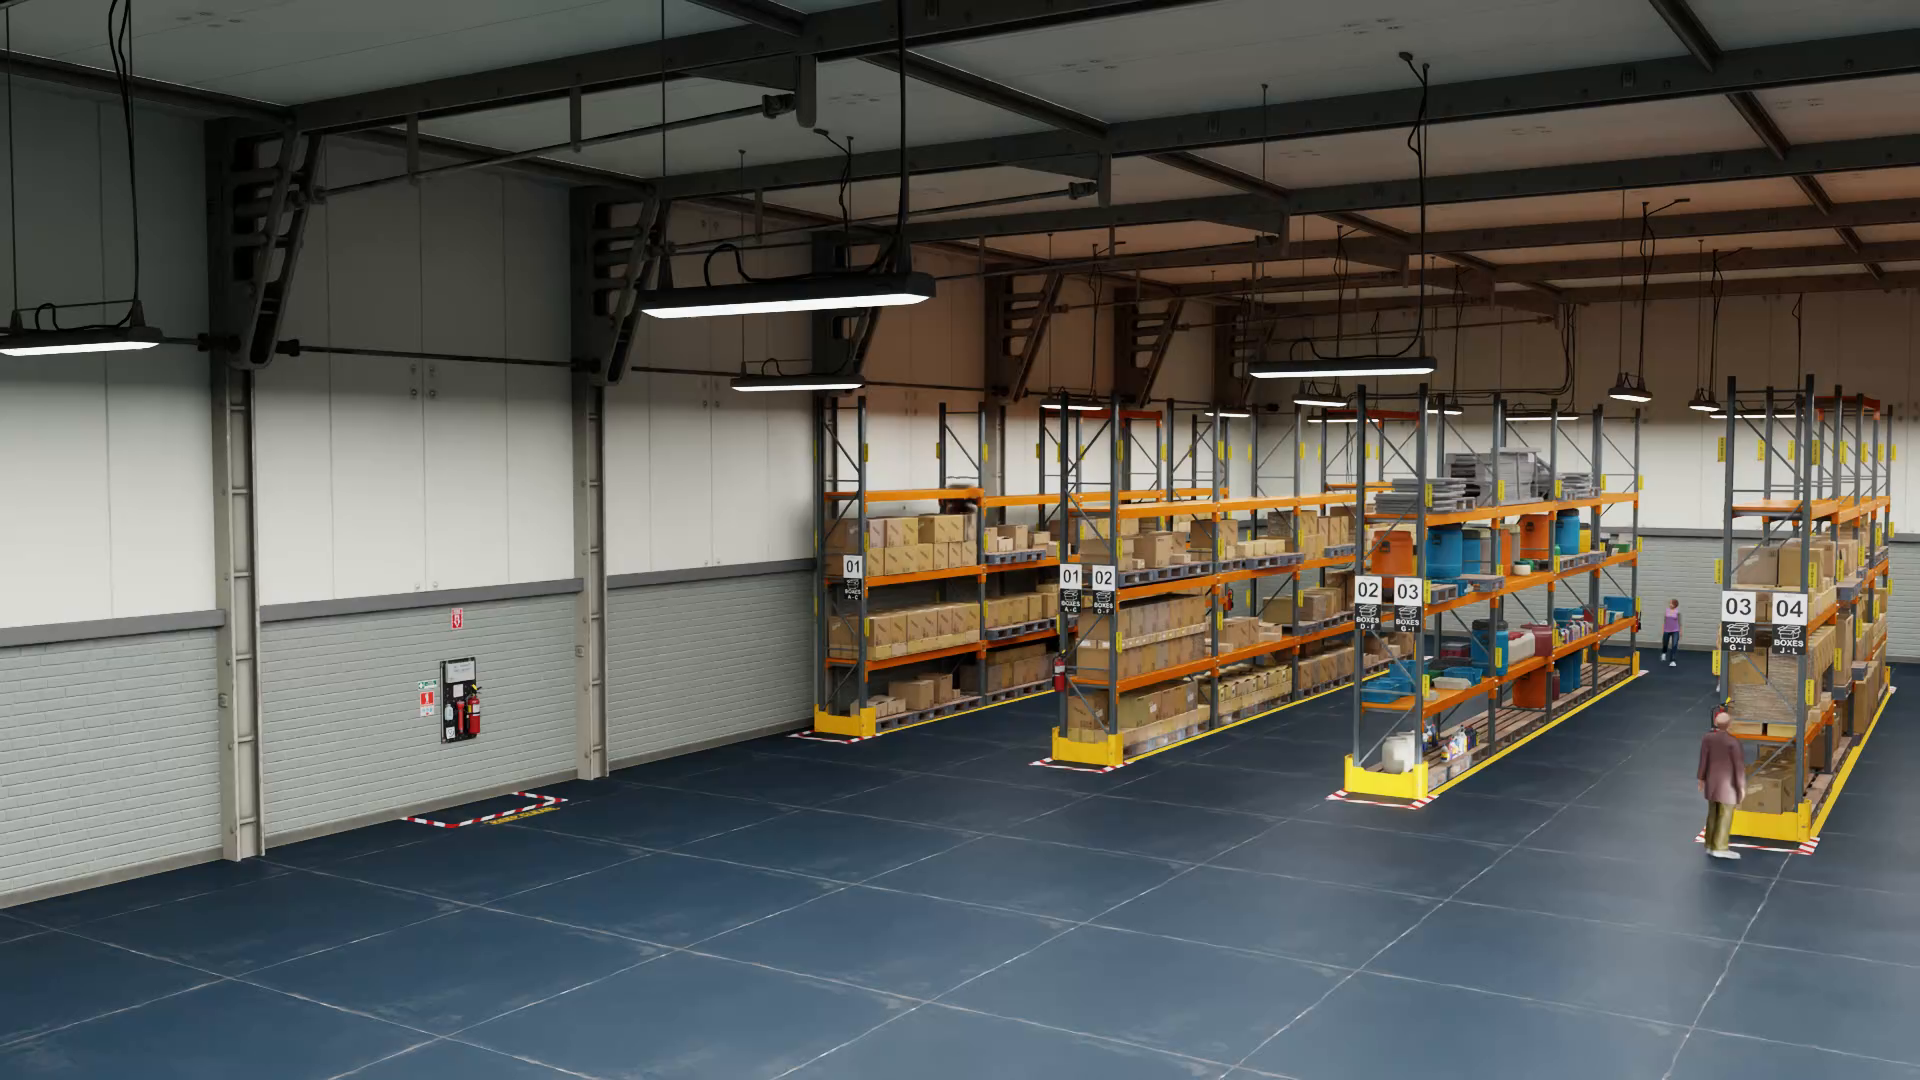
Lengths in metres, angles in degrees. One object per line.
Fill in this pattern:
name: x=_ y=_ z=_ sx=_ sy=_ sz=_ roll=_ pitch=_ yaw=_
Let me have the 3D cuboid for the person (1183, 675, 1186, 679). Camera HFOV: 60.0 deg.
person: x=4.387 y=2.392 z=33.865 sx=0.480 sy=1.640 sz=0.967 roll=2 pitch=3 yaw=30

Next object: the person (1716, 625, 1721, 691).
person: x=16.148 y=2.310 z=34.922 sx=0.531 sy=1.643 sz=0.997 roll=2 pitch=3 yaw=30

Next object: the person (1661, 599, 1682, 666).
person: x=16.708 y=2.151 z=39.049 sx=0.452 sy=1.573 sz=0.731 roll=1 pitch=3 yaw=17

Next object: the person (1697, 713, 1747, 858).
person: x=9.429 y=3.026 z=20.553 sx=0.385 sy=1.792 sz=0.679 roll=-1 pitch=3 yaw=-25
